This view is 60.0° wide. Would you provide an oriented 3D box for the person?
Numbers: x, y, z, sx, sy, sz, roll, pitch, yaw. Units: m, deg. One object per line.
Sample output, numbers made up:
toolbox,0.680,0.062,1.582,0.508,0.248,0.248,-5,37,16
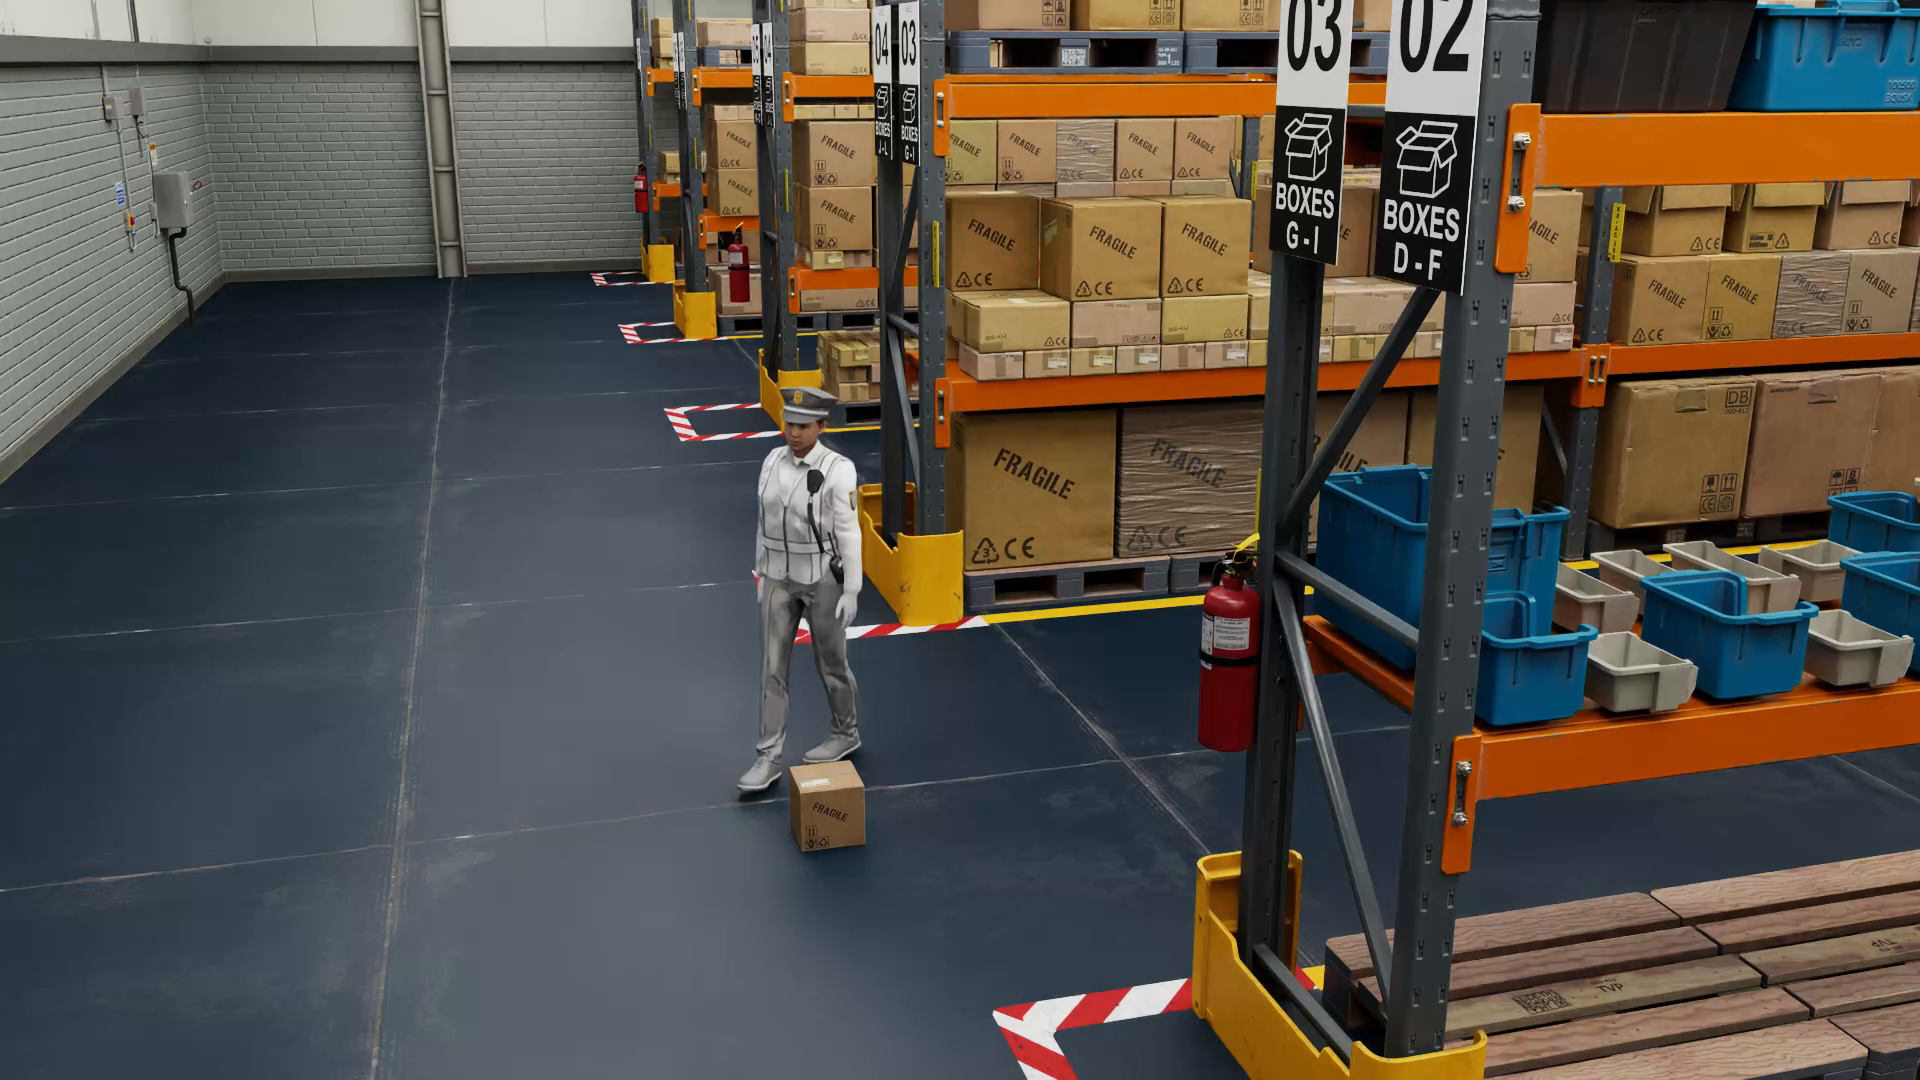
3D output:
person,-0.668,0.193,6.816,0.504,1.664,0.681,7,18,24
